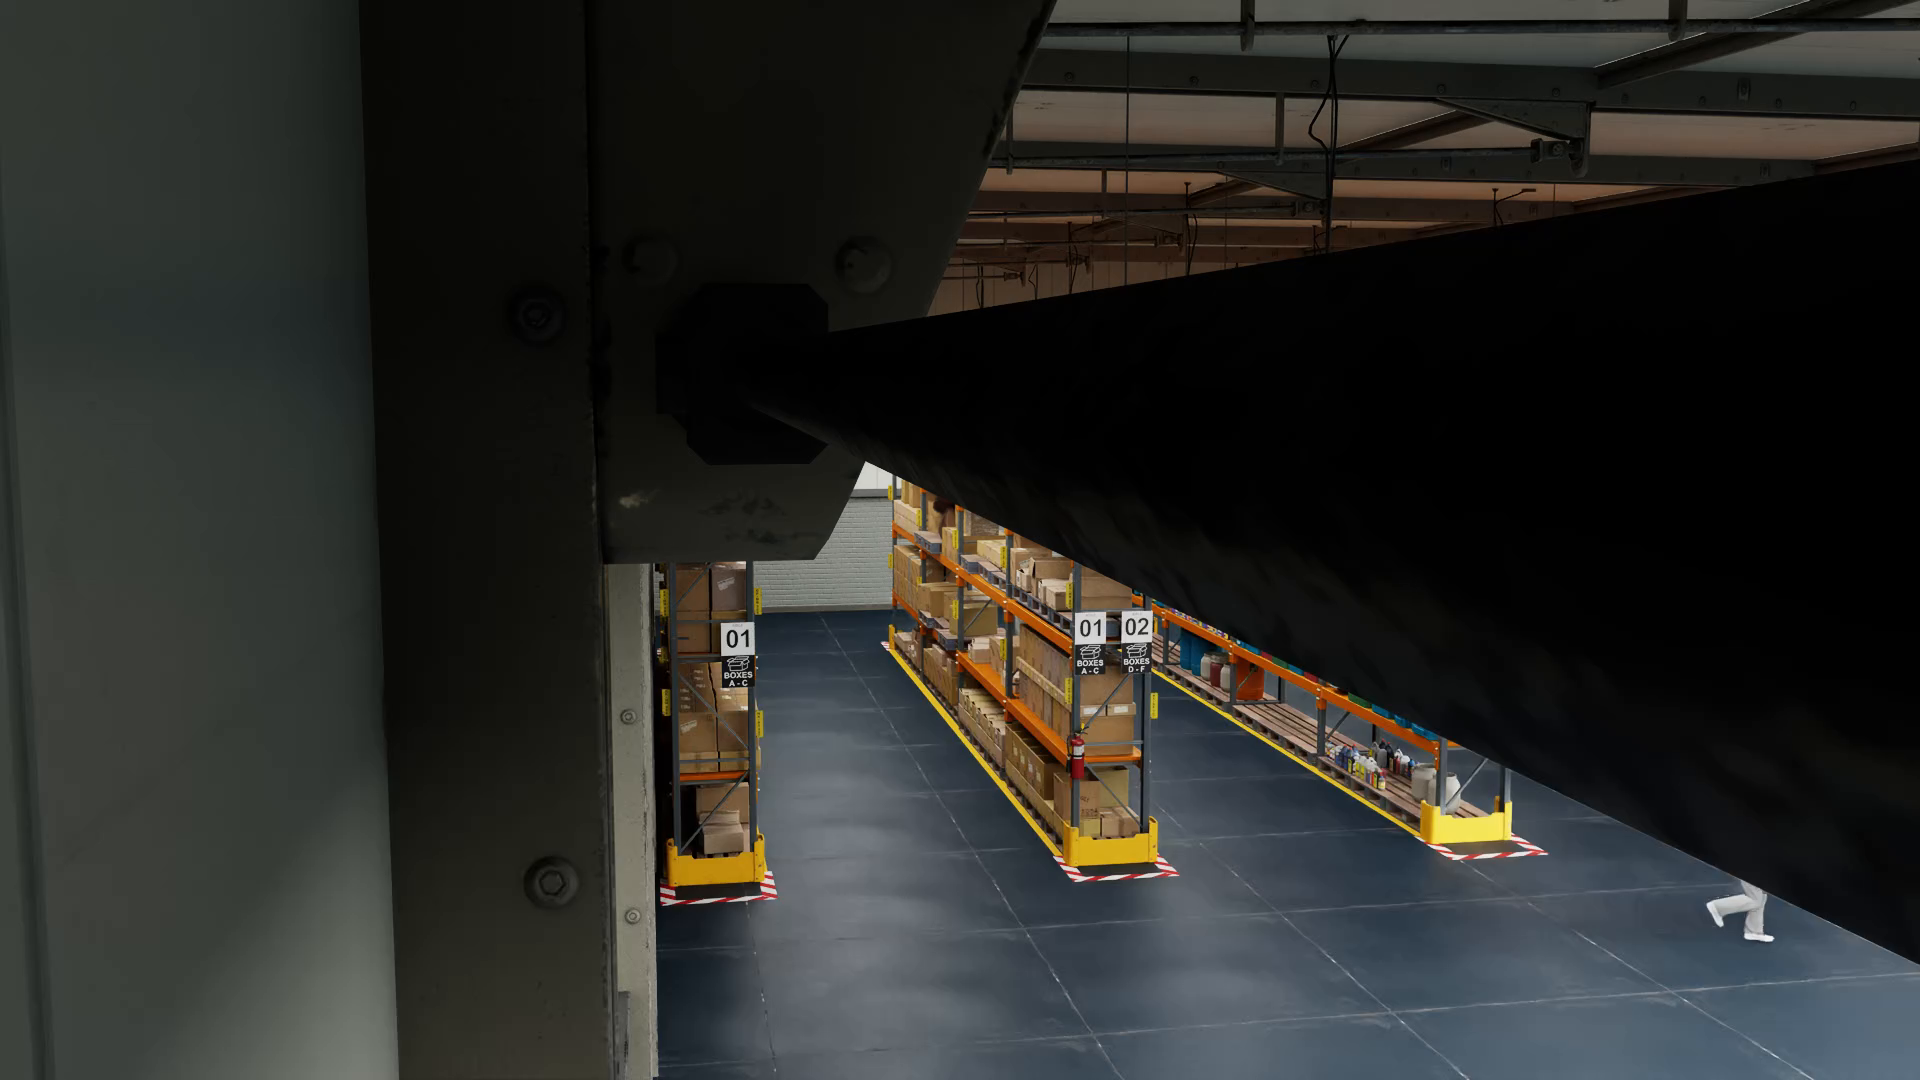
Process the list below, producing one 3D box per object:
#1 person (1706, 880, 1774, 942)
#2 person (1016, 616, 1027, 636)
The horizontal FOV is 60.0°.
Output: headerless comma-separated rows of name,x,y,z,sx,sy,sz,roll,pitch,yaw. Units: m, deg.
person,8.532,3.566,18.157,0.731,1.641,0.565,1,6,8
person,1.358,1.700,34.902,0.679,1.804,0.733,-2,6,-18
